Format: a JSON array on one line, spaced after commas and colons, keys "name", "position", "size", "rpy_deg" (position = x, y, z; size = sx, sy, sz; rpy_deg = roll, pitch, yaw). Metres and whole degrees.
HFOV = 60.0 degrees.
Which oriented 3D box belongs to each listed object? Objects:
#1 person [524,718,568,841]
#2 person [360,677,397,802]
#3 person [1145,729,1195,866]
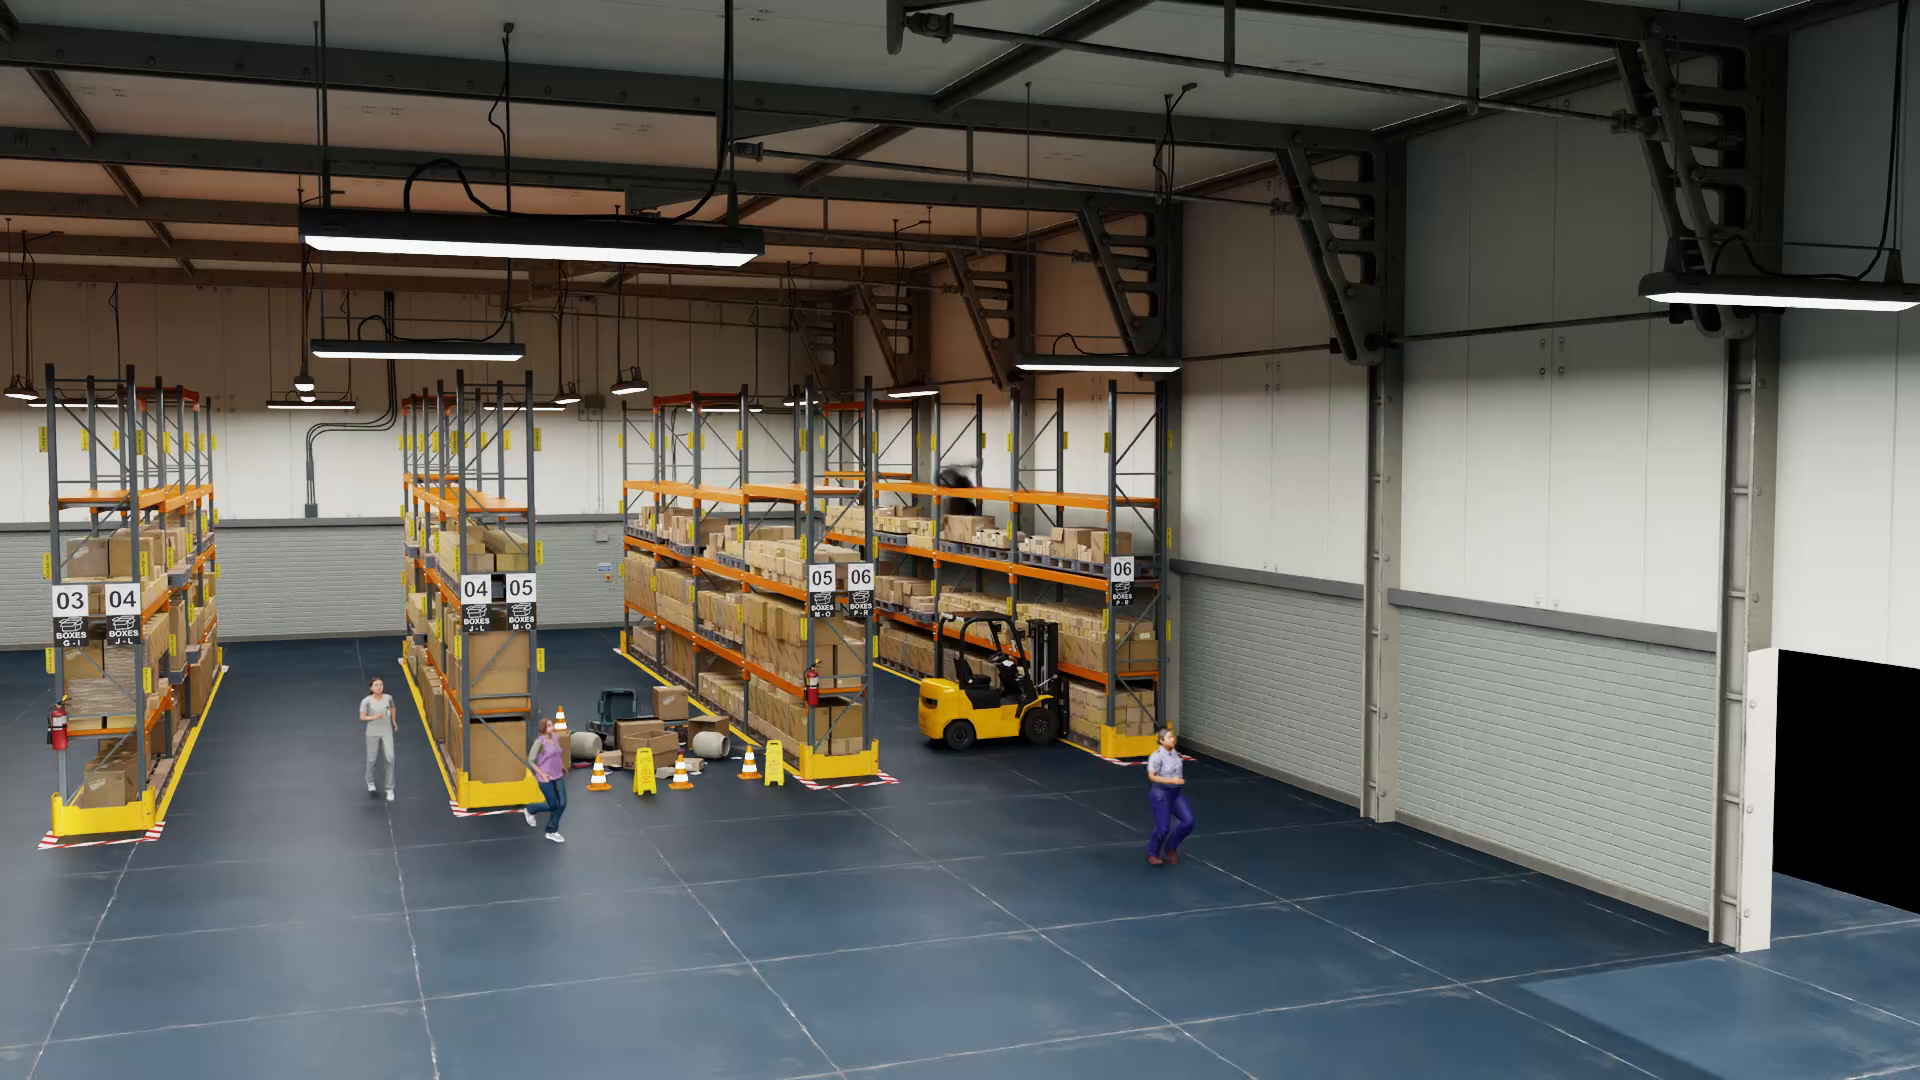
[{"name": "person", "position": [-5.228, 3.011, 21.008], "size": [0.579, 1.554, 0.550], "rpy_deg": [2, 4, 29]}, {"name": "person", "position": [-8.206, 2.782, 23.484], "size": [0.540, 1.716, 0.826], "rpy_deg": [-2, 4, -31]}, {"name": "person", "position": [2.448, 3.039, 19.590], "size": [0.604, 1.641, 0.667], "rpy_deg": [3, 5, 44]}]
